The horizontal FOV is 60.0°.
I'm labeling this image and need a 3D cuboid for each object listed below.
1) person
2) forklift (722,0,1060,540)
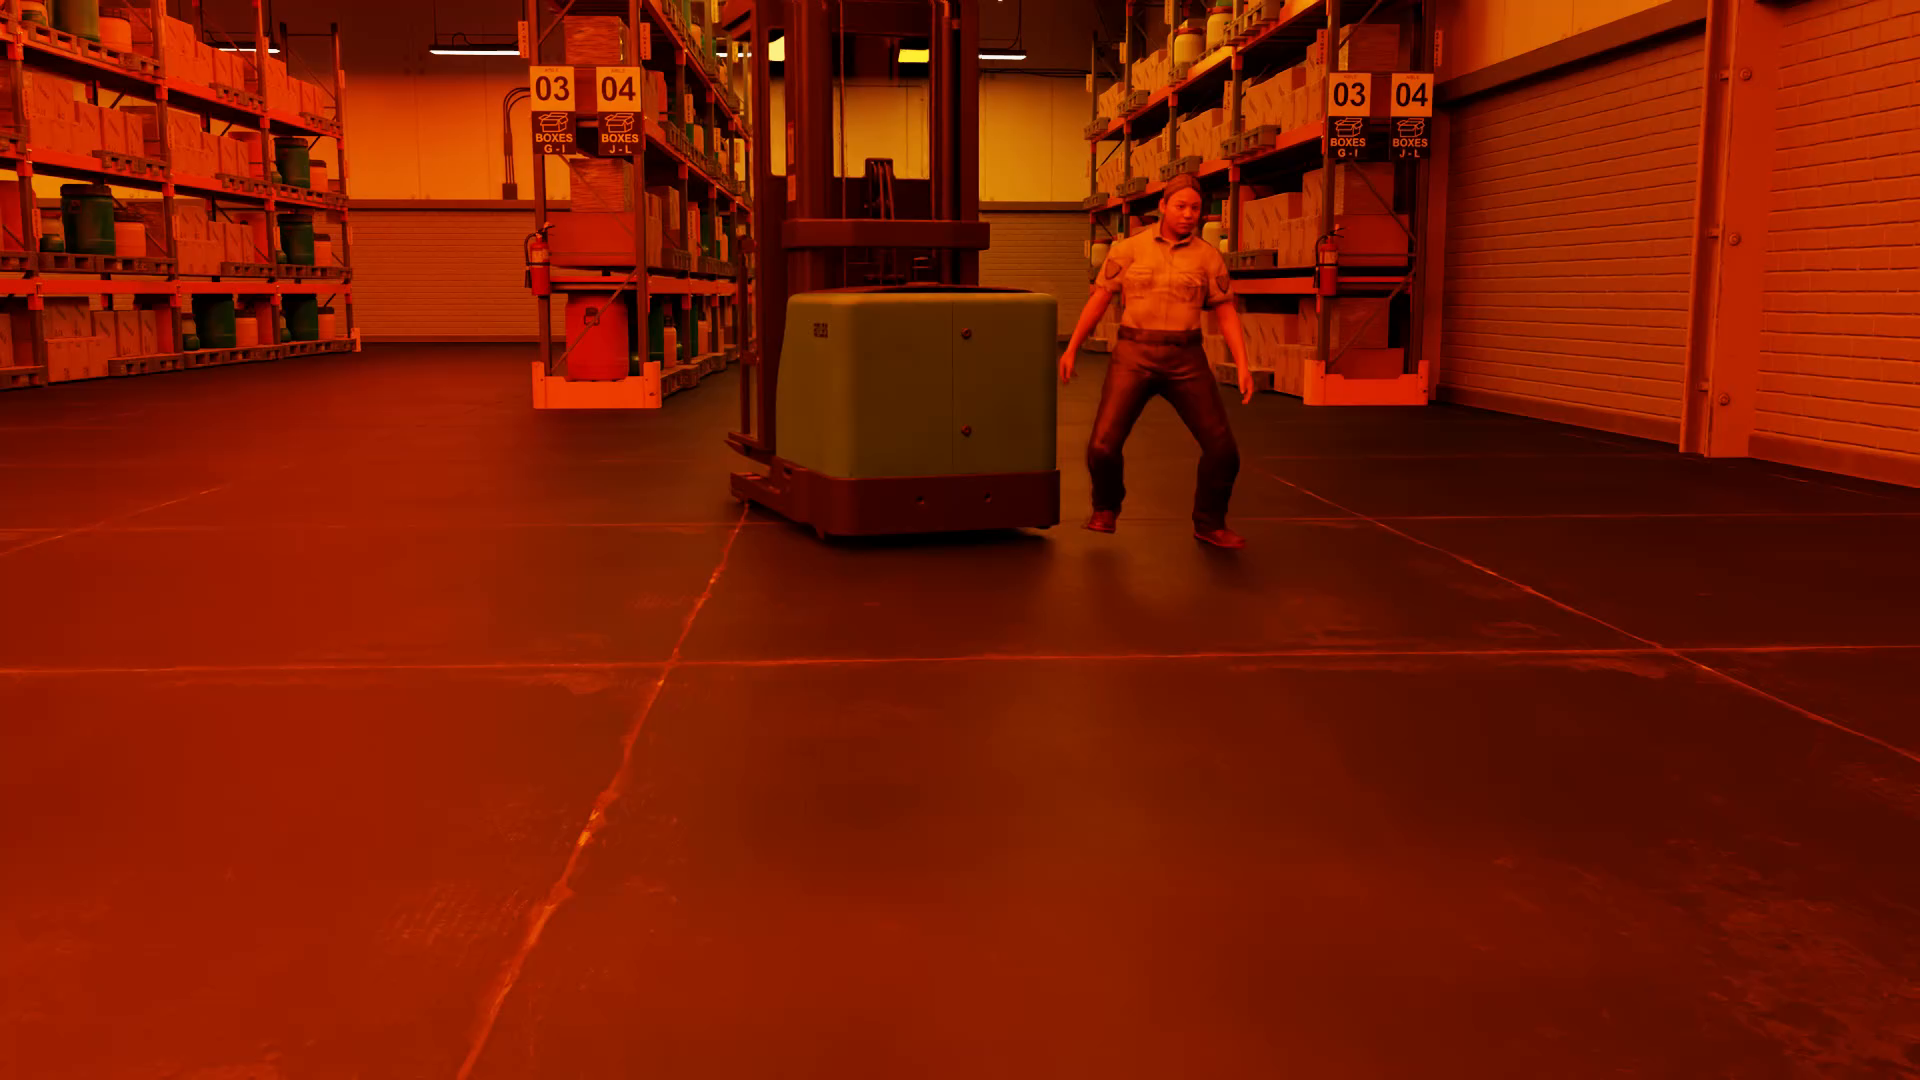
[{"bbox_3d":[0.831,-0.747,7.063,0.827,1.573,0.485,1,9,8],"label":"person"},{"bbox_3d":[-0.542,-1.625,8.278,1.130,2.935,3.031,-3,9,-20],"label":"forklift"}]
